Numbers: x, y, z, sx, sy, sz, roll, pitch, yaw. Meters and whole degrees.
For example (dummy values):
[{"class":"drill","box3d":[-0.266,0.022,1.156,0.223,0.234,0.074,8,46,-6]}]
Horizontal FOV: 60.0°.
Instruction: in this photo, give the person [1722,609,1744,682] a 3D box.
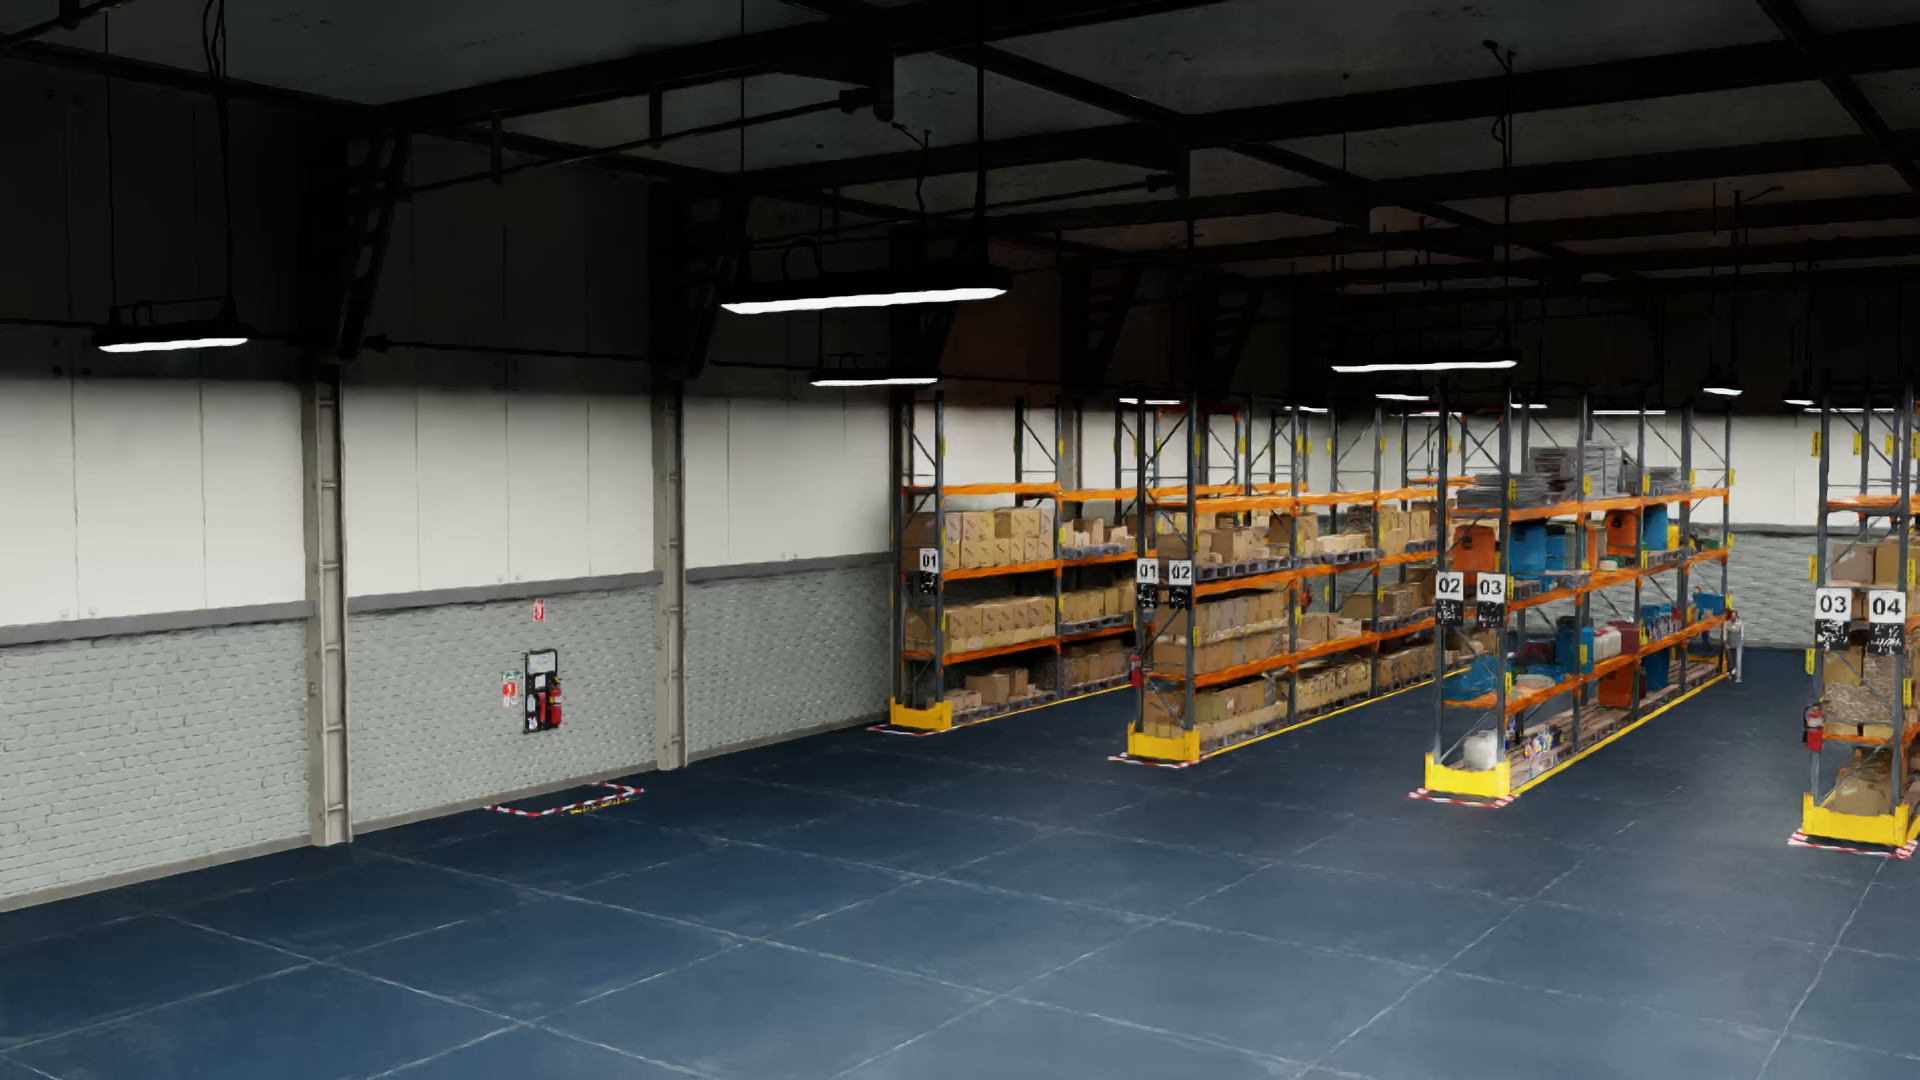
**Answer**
[{"class":"person","box3d":[16.450,2.230,35.396,0.411,1.534,0.956,2,4,26]}]

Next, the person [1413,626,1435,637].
[{"class":"person","box3d":[11.448,1.867,40.974,0.444,1.620,0.981,3,5,45]}]

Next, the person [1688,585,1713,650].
[{"class":"person","box3d":[18.141,1.902,40.954,0.655,1.591,0.767,1,3,14]}]
